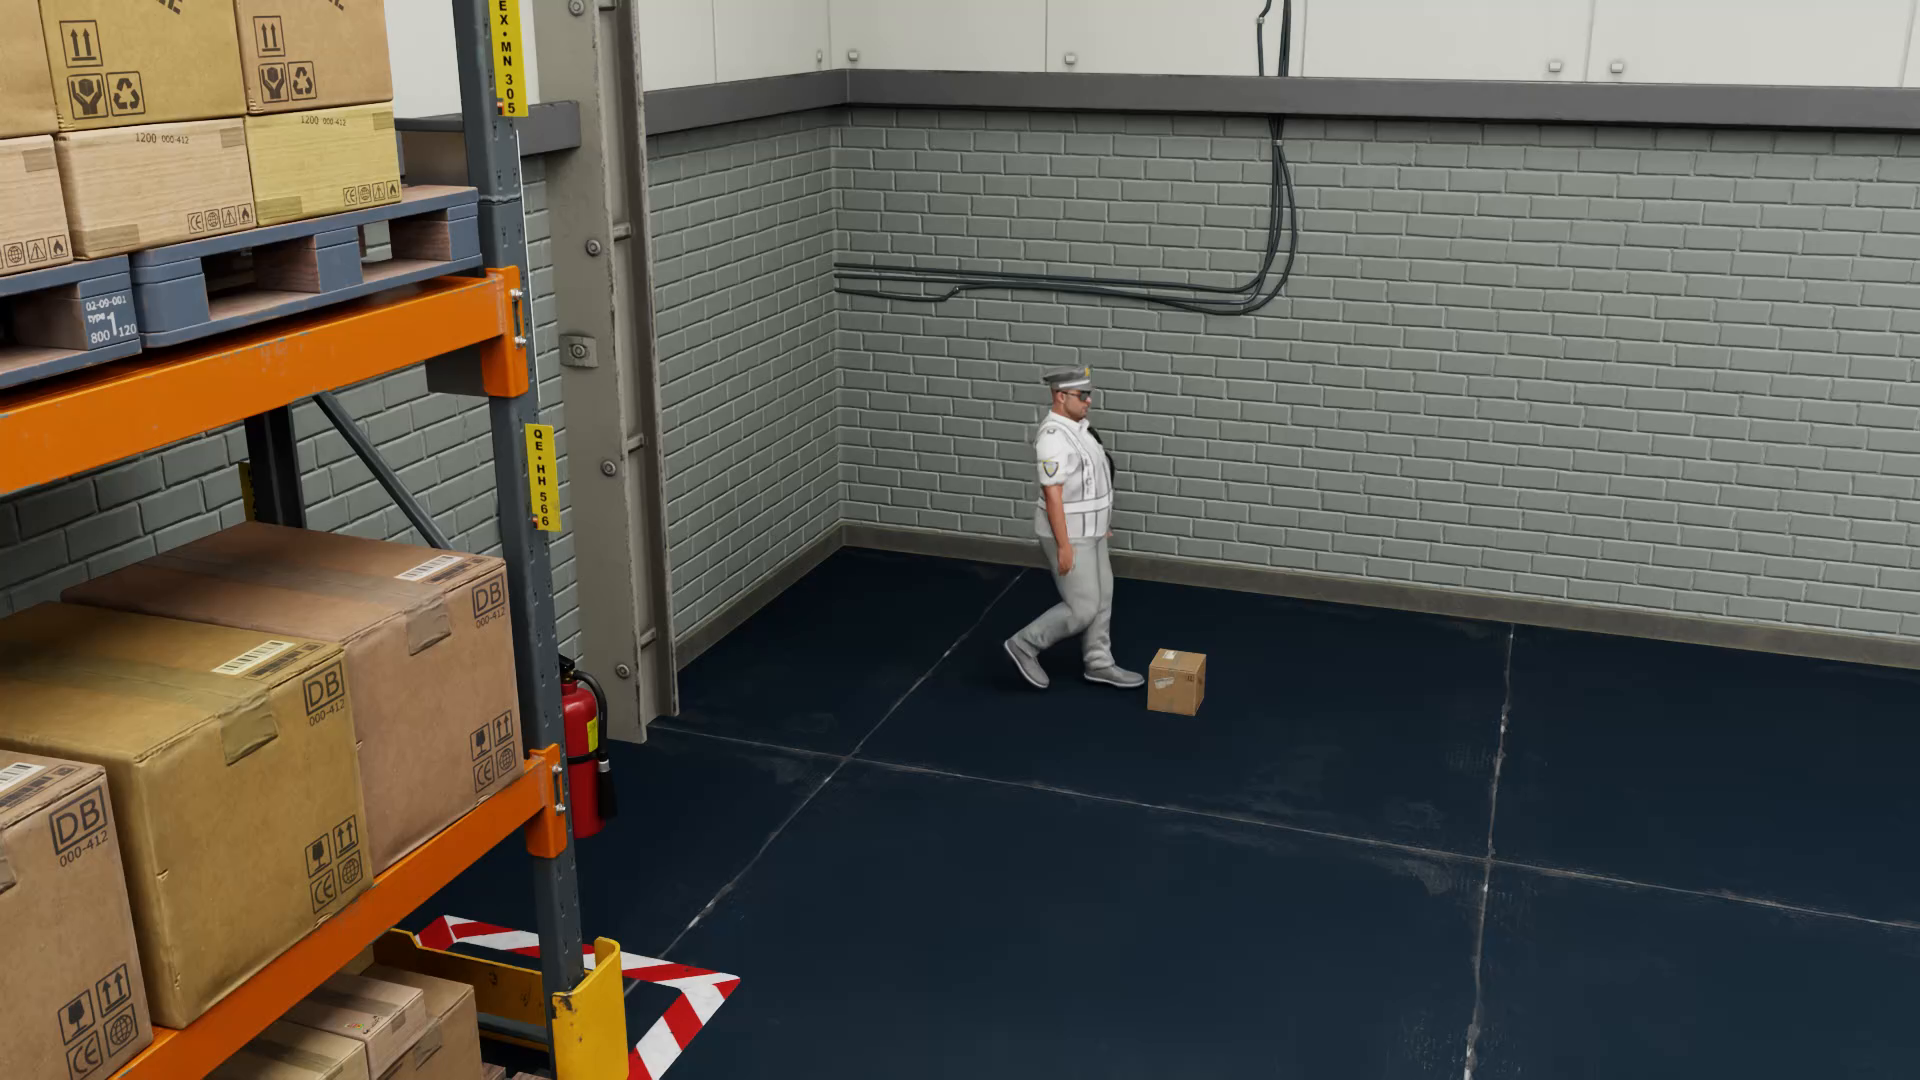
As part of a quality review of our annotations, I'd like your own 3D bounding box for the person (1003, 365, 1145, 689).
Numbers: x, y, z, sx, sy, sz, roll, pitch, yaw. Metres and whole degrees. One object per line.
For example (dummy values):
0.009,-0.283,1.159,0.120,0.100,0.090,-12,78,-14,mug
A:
0.613,-0.047,8.655,0.718,1.749,0.559,6,19,17,person
